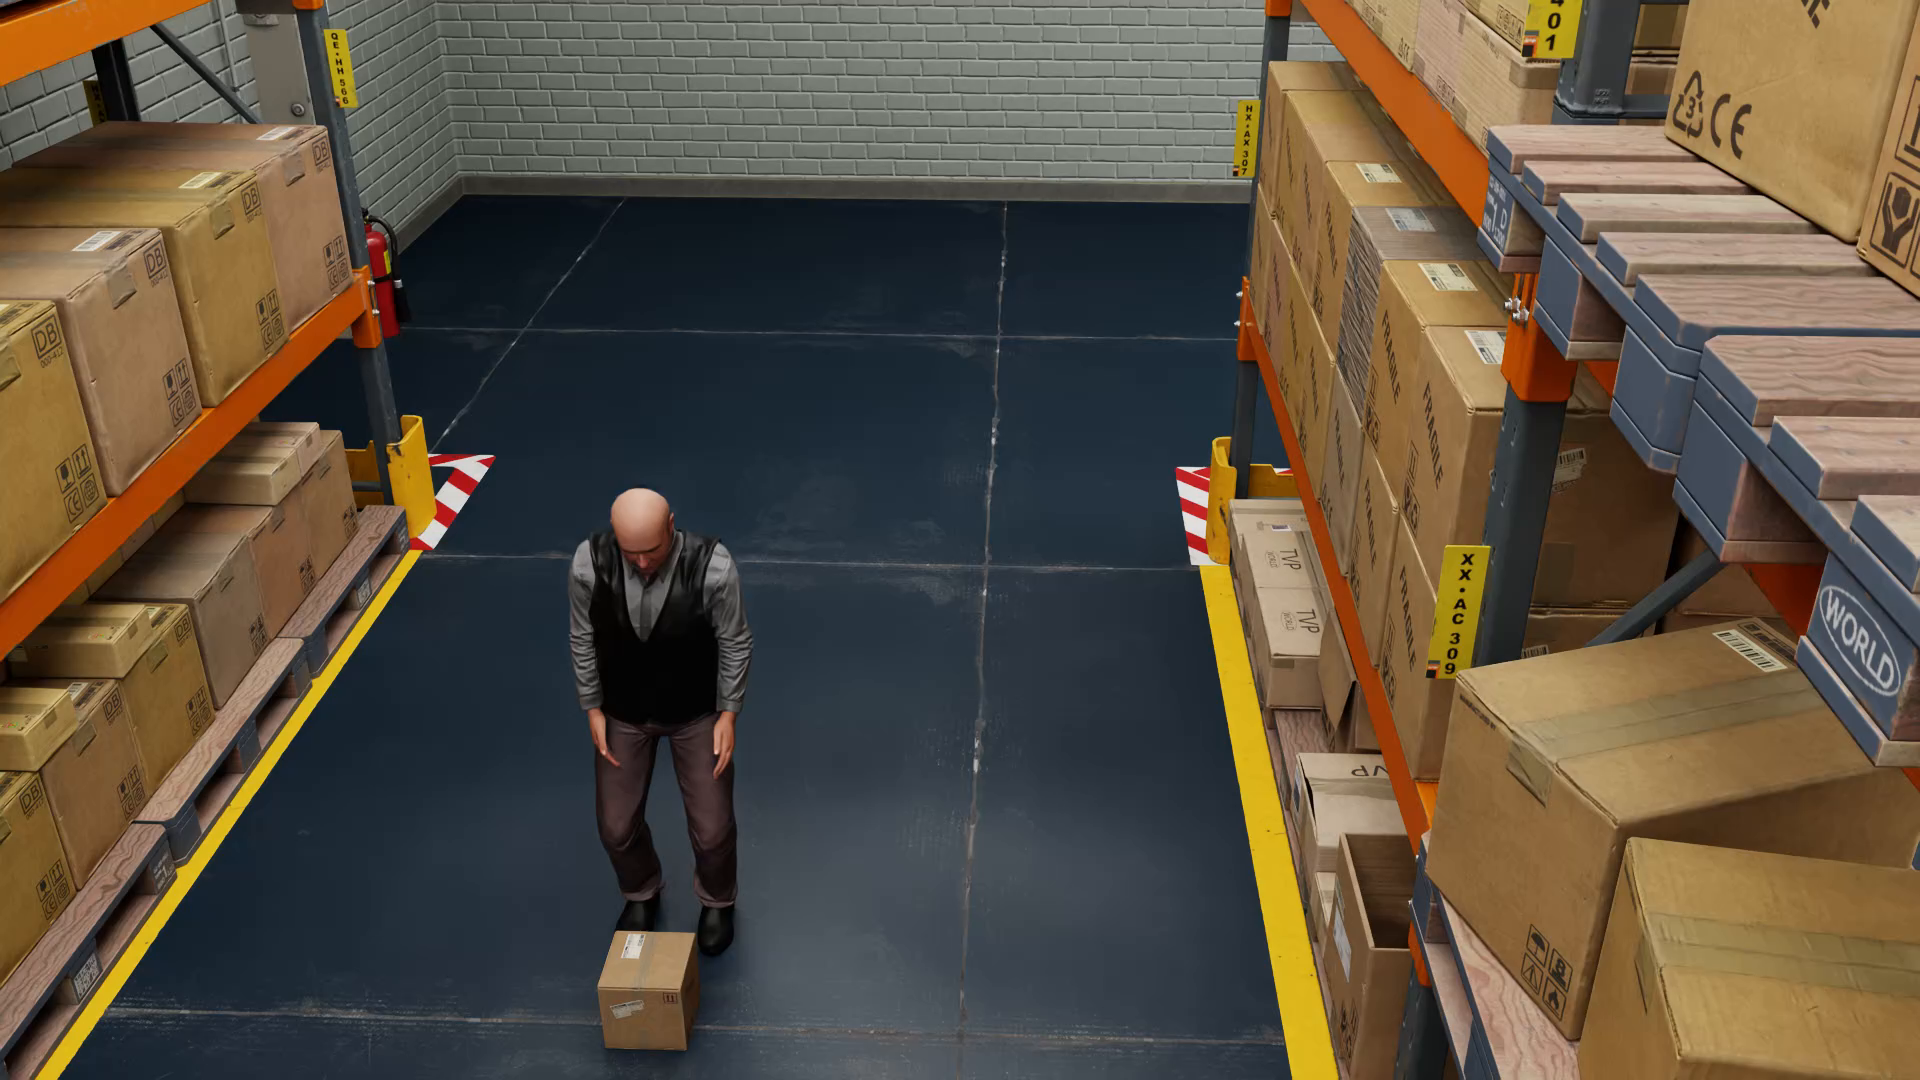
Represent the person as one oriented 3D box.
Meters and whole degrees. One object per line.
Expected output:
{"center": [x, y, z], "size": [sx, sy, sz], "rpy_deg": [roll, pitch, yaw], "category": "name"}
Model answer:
{"center": [-0.908, 0.546, 5.190], "size": [0.563, 1.658, 0.420], "rpy_deg": [2, 28, 3], "category": "person"}
